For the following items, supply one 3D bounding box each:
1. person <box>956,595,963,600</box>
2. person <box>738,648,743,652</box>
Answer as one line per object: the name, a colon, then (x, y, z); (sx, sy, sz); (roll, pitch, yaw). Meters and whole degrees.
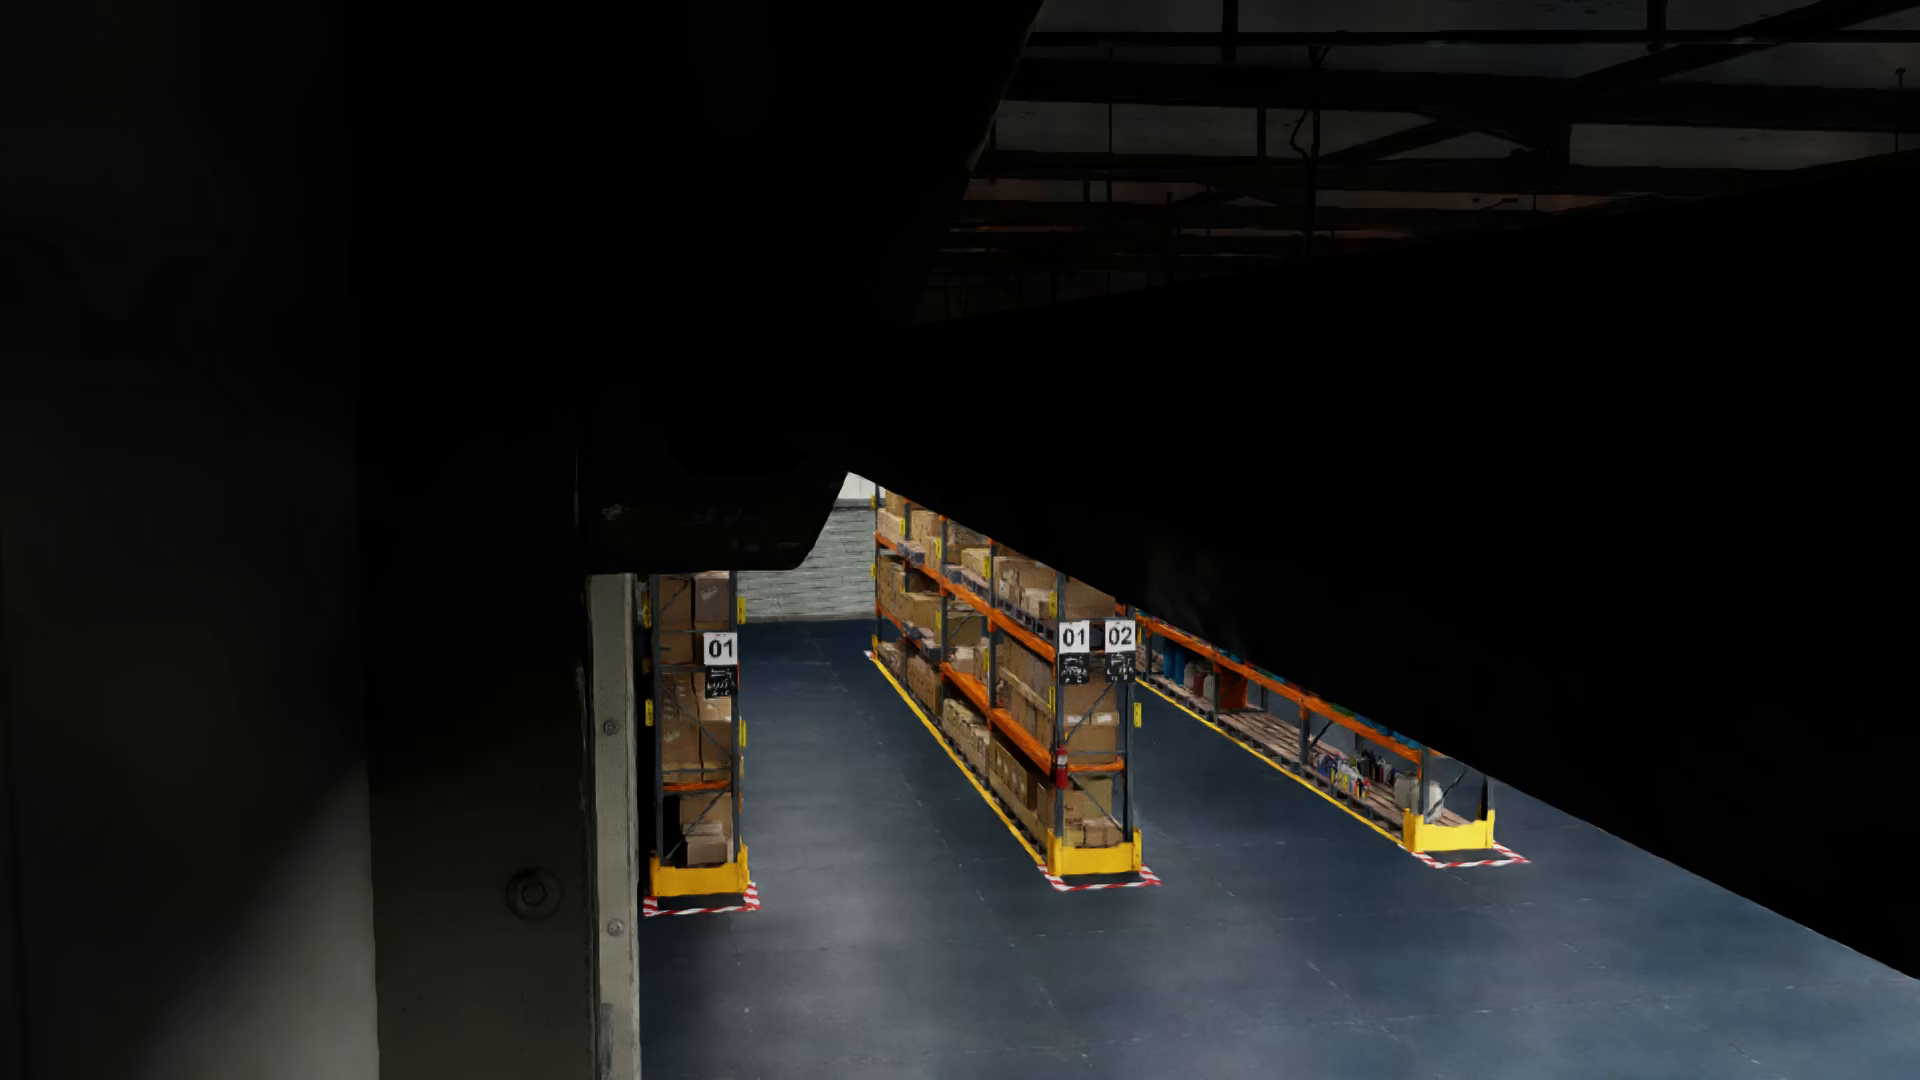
person: (-0.138, 1.488, 39.258); (0.463, 1.625, 0.989); (-1, 6, -12)
person: (-5.227, 1.644, 36.915); (0.532, 1.780, 0.716); (2, 6, 23)
